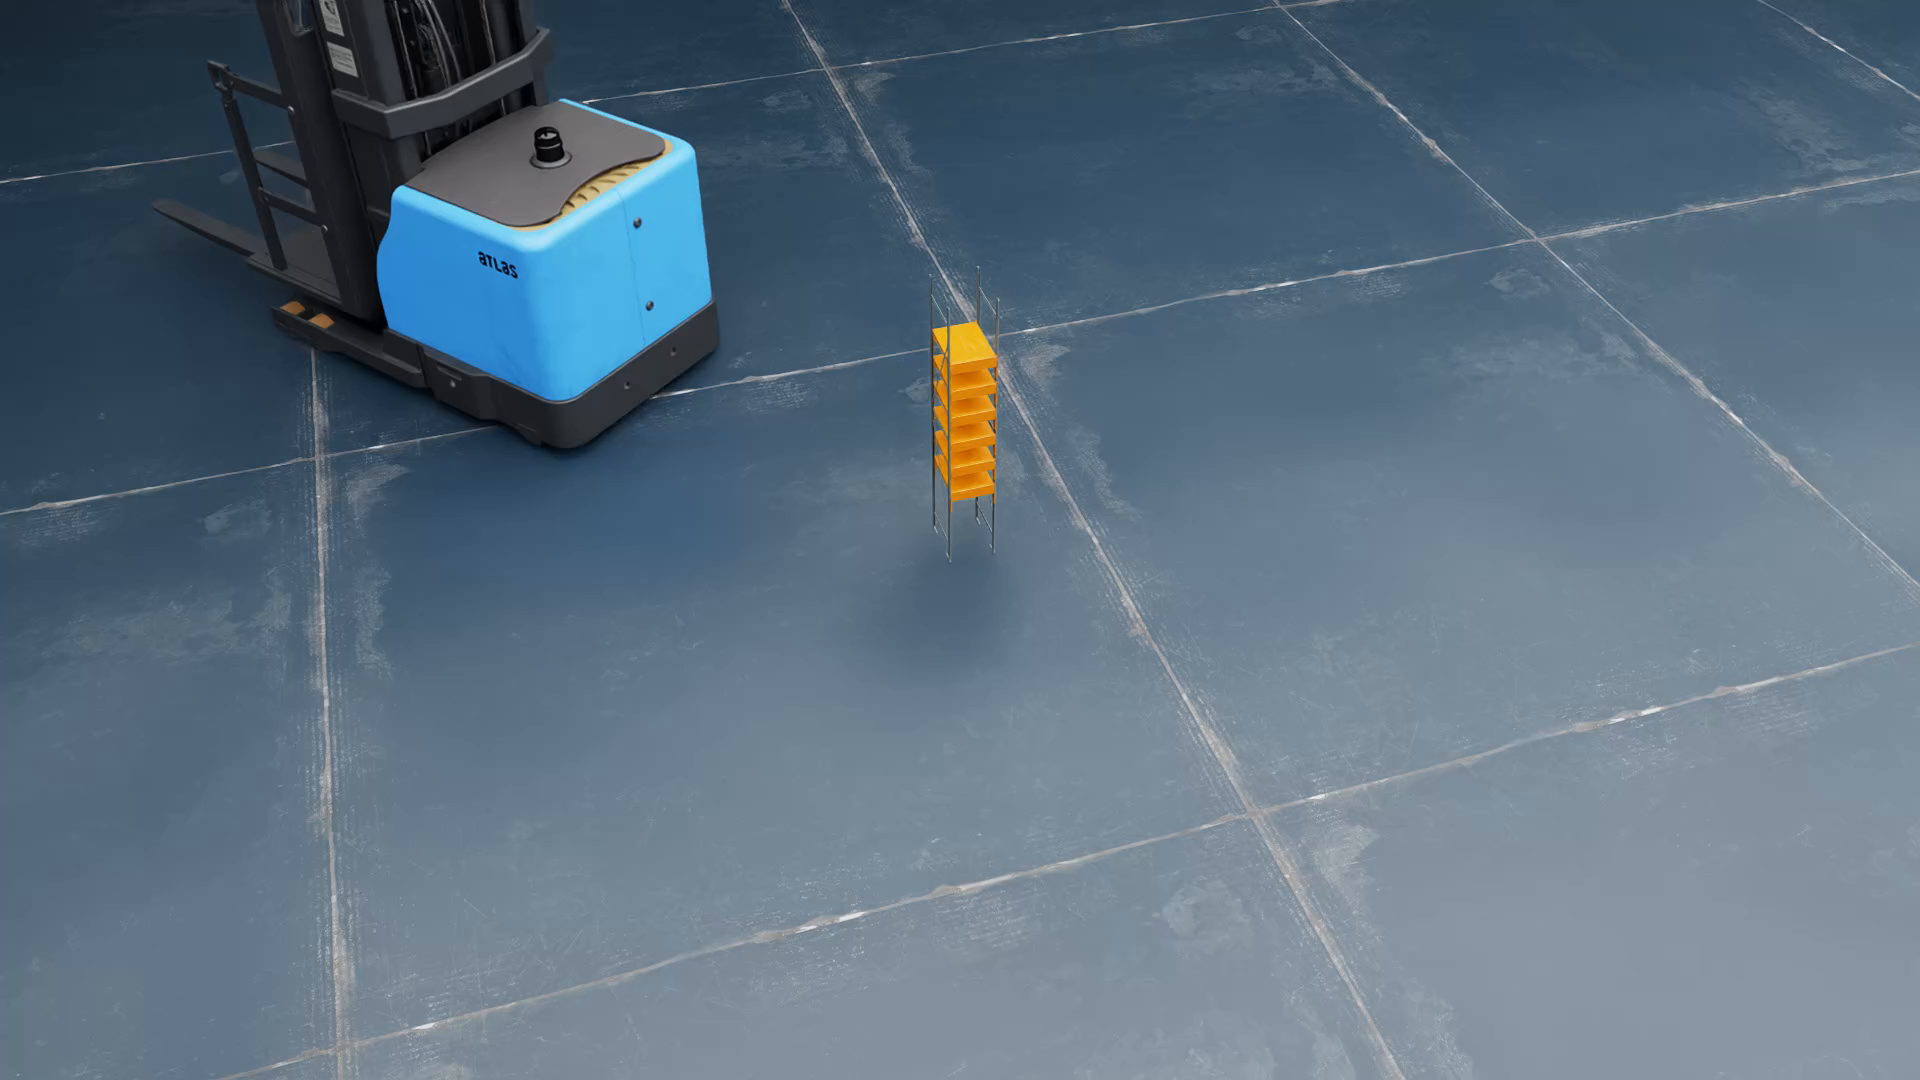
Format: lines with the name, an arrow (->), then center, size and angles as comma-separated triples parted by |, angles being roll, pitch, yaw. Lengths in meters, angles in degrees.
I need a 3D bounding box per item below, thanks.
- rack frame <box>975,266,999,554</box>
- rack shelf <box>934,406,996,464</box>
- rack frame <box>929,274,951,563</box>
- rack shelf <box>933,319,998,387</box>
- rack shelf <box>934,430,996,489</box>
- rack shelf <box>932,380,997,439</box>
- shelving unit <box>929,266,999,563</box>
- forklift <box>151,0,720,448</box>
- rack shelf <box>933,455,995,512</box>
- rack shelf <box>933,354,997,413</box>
rack frame -> 0.101, -0.473, 6.379 | 0.006, 1.200, 0.240 | -12, 42, -13
rack shelf -> 0.014, -0.421, 6.388 | 0.180, 0.103, 0.258 | -12, 42, -13
rack frame -> -0.073, -0.437, 6.338 | 0.006, 1.200, 0.240 | -12, 42, -13
rack shelf -> 0.014, -0.692, 6.151 | 0.180, 0.103, 0.258 | -12, 42, -13
rack shelf -> 0.014, -0.331, 6.467 | 0.180, 0.103, 0.258 | -12, 42, -13
rack shelf -> 0.014, -0.512, 6.309 | 0.180, 0.103, 0.258 | -12, 42, -13
shelving unit -> 0.014, -0.455, 6.359 | 0.189, 1.200, 0.258 | -12, 42, -13
forklift -> -2.618, -2.253, 7.101 | 3.031, 2.935, 1.130 | 24, 46, 25
rack shelf -> 0.014, -0.241, 6.546 | 0.180, 0.103, 0.258 | -12, 42, -13
rack shelf -> 0.014, -0.602, 6.230 | 0.180, 0.103, 0.258 | -12, 42, -13
